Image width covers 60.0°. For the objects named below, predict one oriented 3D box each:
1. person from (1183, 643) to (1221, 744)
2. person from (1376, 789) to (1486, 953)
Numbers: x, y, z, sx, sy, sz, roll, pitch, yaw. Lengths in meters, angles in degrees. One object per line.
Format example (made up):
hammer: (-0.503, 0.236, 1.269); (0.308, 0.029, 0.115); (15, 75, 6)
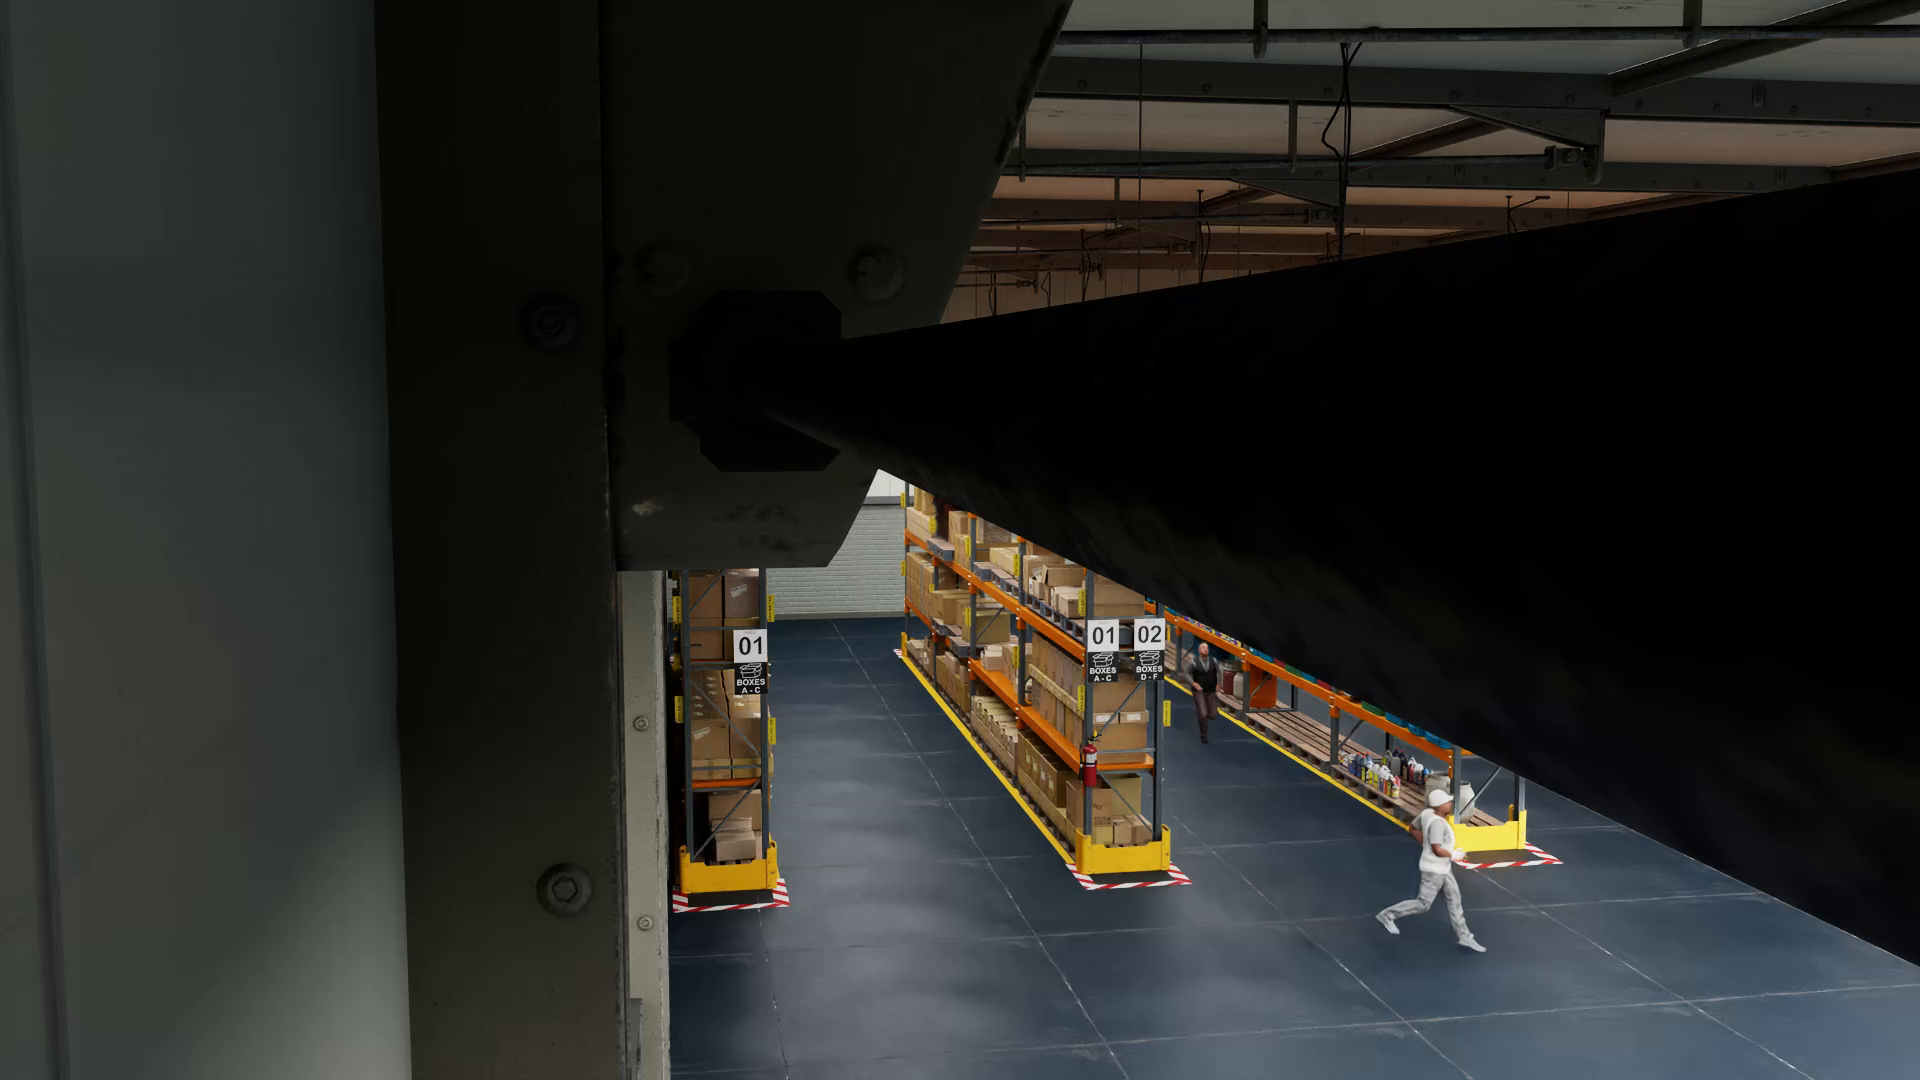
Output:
person: (4.131, 2.578, 28.295); (0.687, 1.681, 0.640); (-2, 6, -14)
person: (5.122, 3.586, 18.017); (1.160, 1.788, 0.646); (2, 6, 17)
